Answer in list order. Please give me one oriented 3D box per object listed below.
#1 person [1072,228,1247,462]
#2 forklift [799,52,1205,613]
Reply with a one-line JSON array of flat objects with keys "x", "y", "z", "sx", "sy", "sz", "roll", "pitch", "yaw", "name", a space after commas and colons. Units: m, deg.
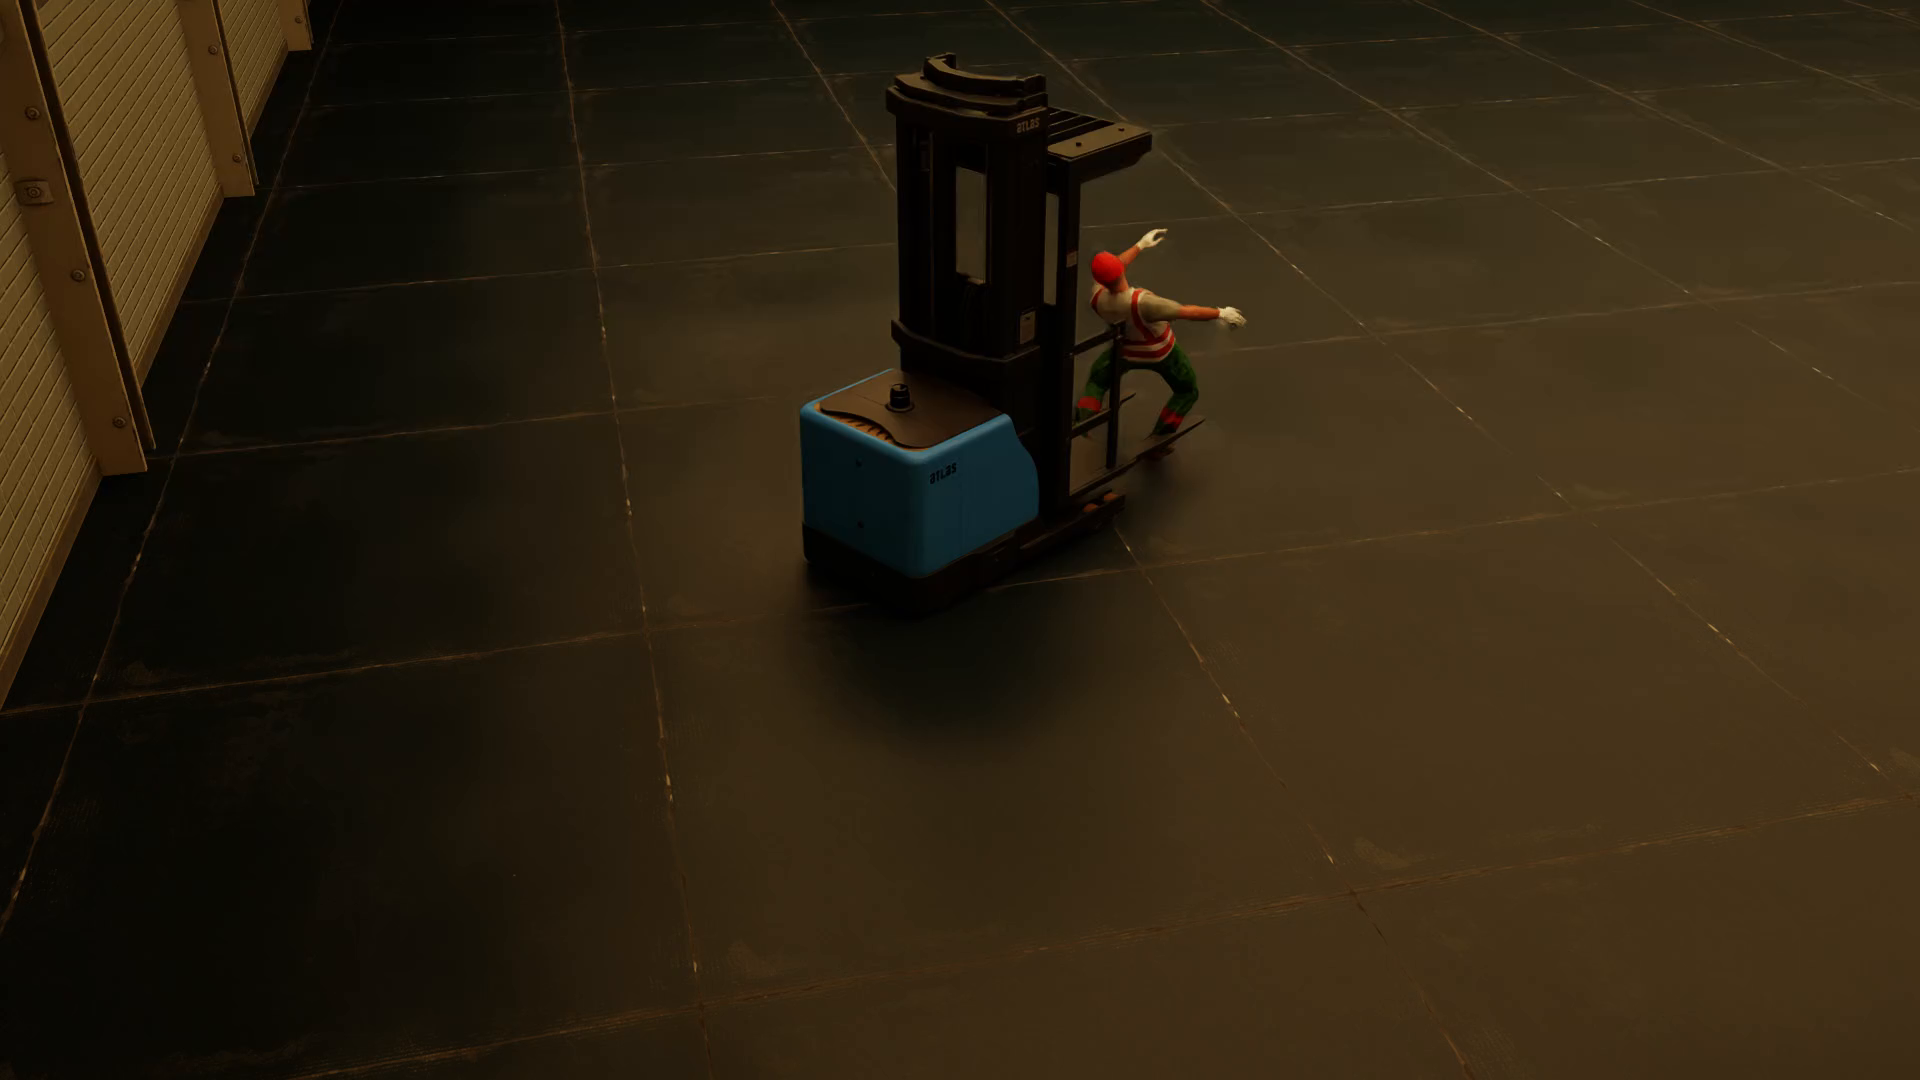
[{"x": 1.327, "y": -1.228, "z": 11.024, "sx": 1.073, "sy": 1.504, "sz": 0.731, "roll": 11, "pitch": 32, "yaw": 19, "name": "person"}, {"x": 0.419, "y": -1.491, "z": 10.150, "sx": 1.130, "sy": 2.935, "sz": 3.031, "roll": 25, "pitch": 39, "yaw": 37, "name": "forklift"}]
